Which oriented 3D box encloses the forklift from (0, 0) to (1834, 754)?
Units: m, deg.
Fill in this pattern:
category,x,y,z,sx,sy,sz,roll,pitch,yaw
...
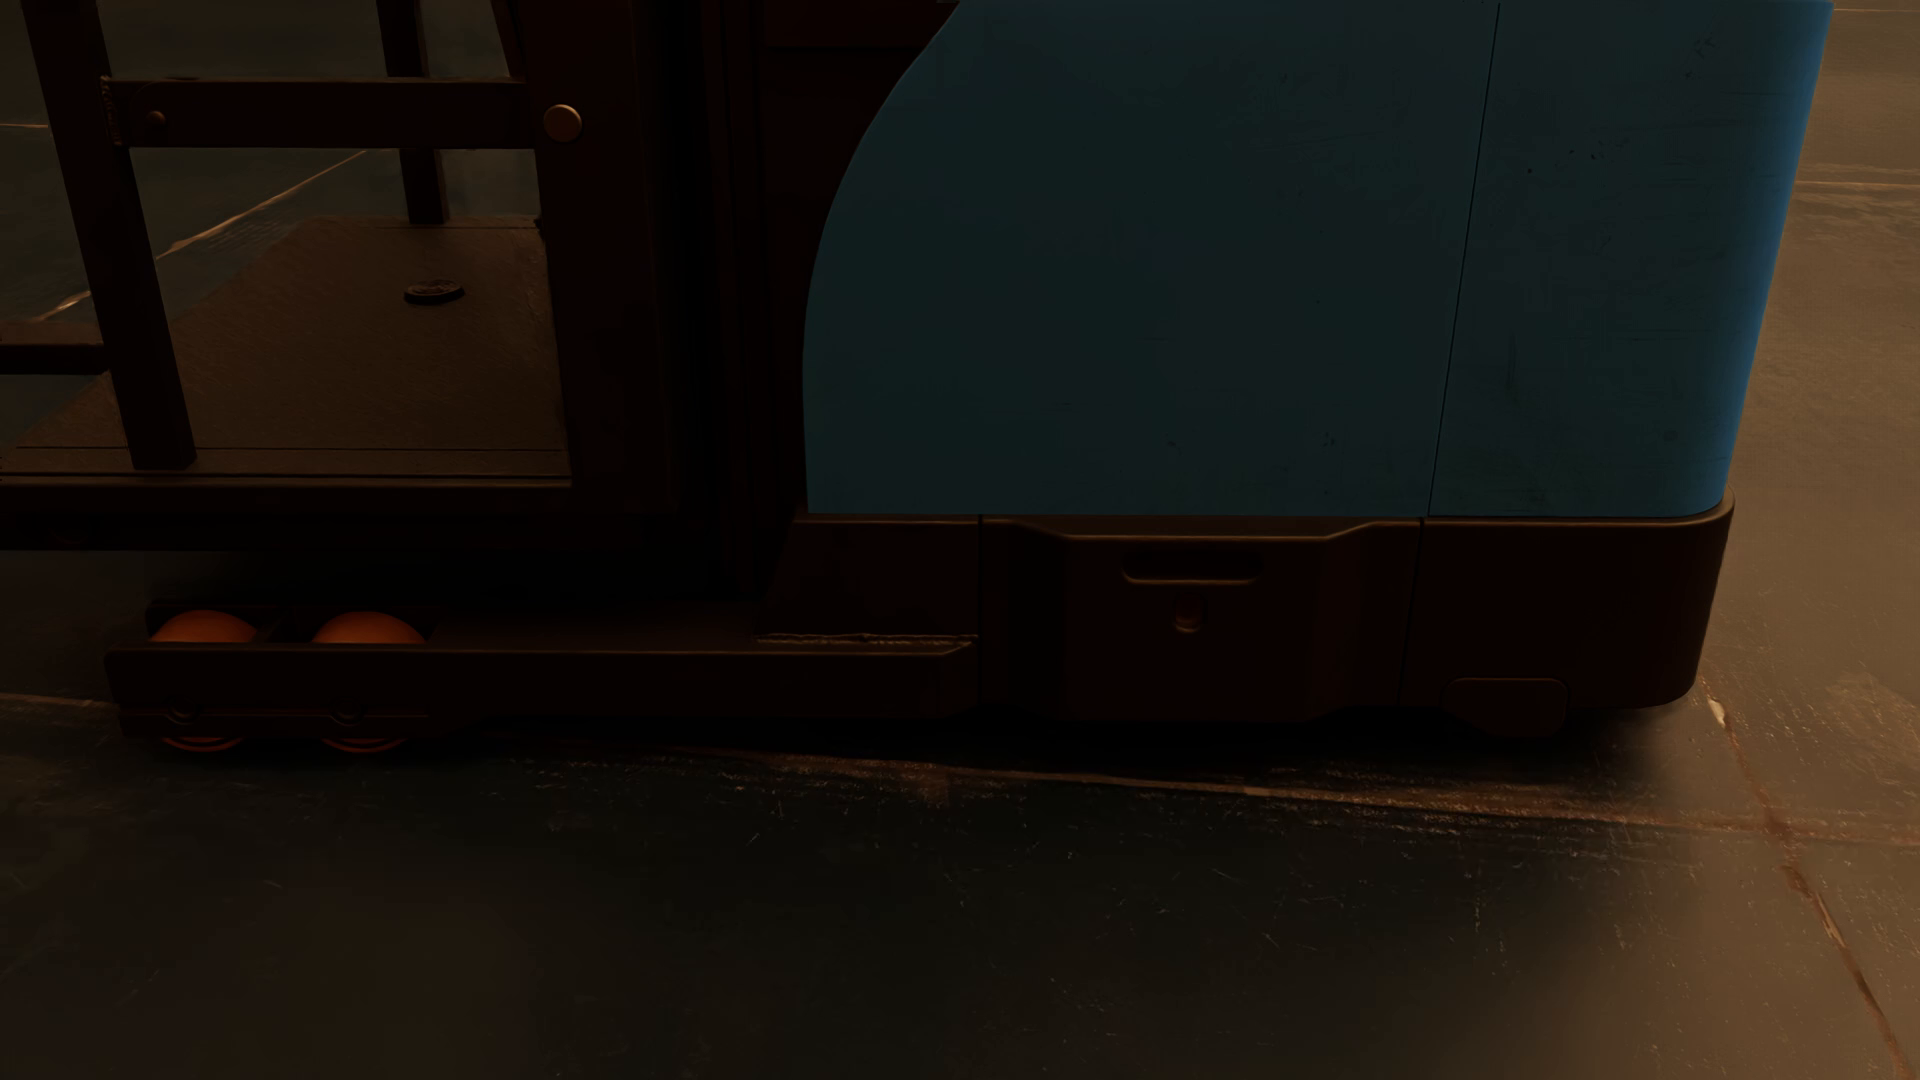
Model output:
category,x,y,z,sx,sy,sz,roll,pitch,yaw
forklift,-0.617,-1.293,1.808,3.031,2.935,1.130,0,27,1
